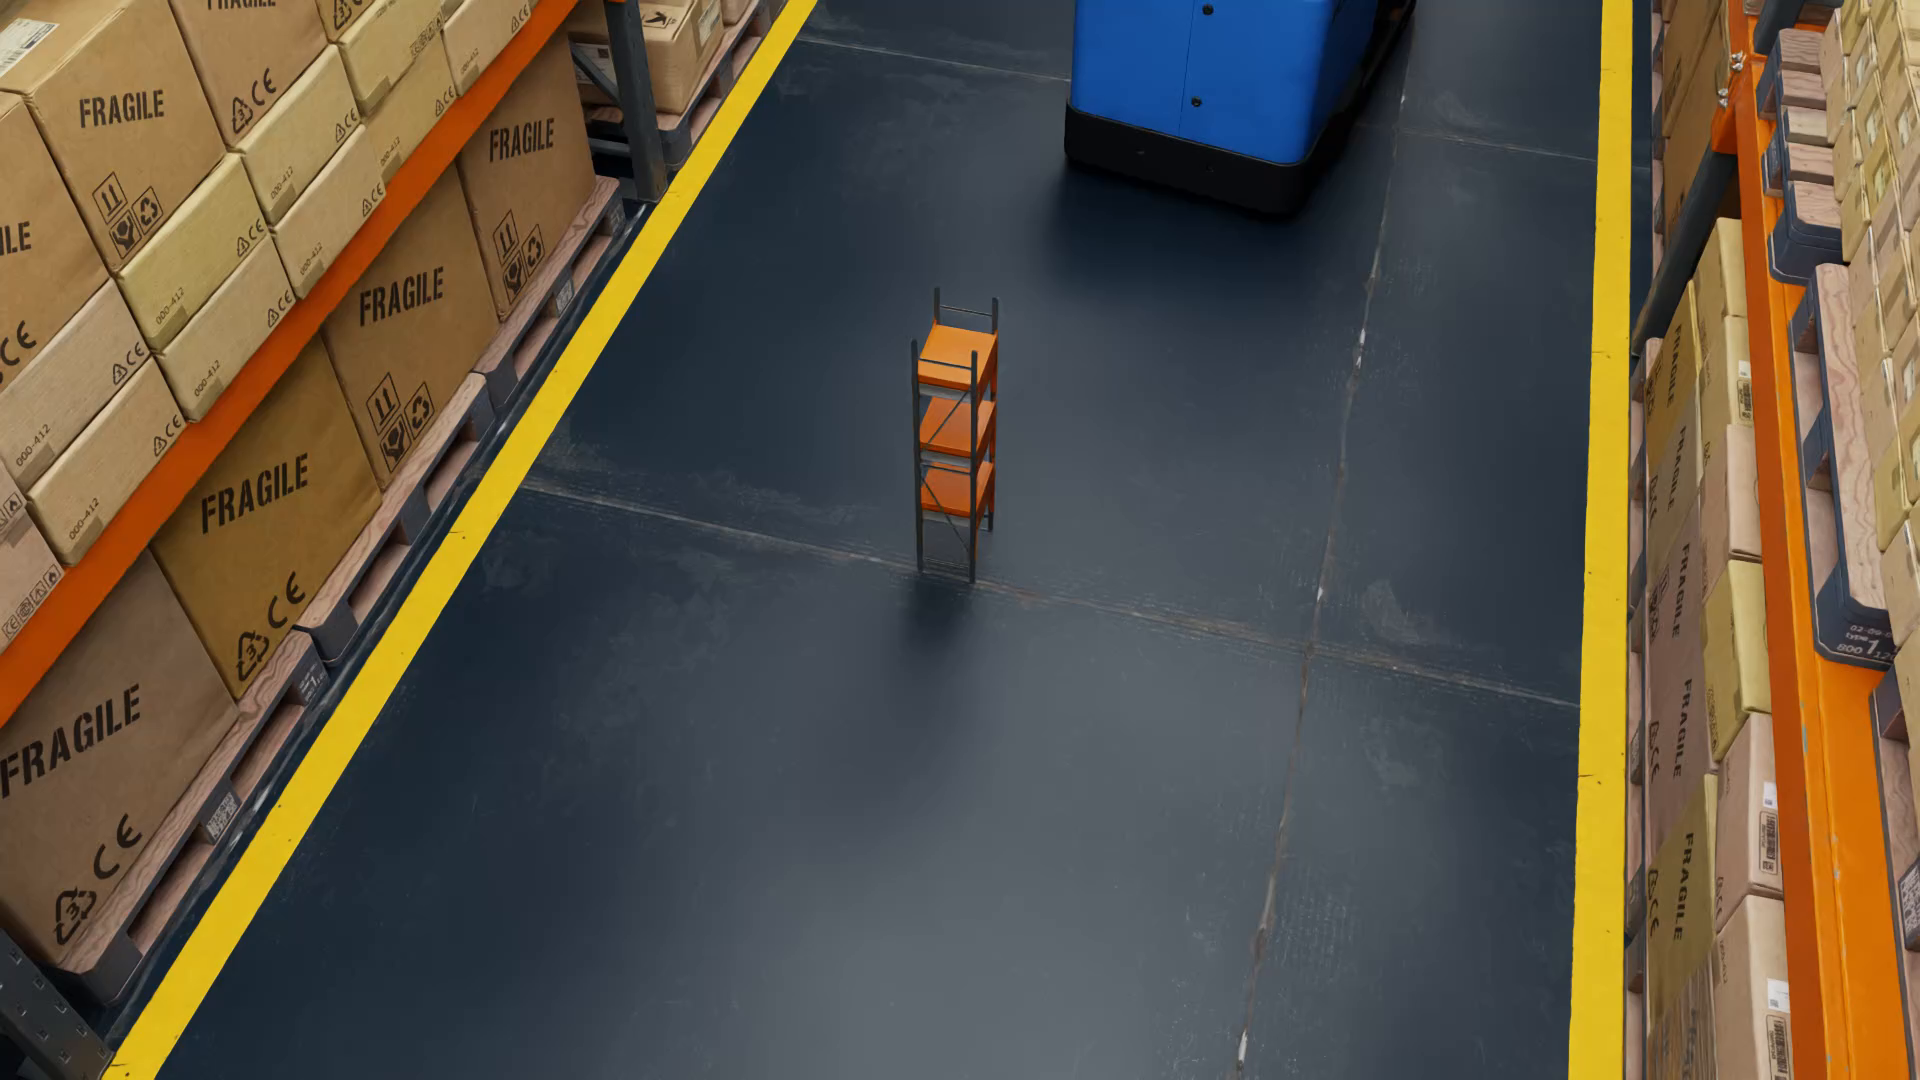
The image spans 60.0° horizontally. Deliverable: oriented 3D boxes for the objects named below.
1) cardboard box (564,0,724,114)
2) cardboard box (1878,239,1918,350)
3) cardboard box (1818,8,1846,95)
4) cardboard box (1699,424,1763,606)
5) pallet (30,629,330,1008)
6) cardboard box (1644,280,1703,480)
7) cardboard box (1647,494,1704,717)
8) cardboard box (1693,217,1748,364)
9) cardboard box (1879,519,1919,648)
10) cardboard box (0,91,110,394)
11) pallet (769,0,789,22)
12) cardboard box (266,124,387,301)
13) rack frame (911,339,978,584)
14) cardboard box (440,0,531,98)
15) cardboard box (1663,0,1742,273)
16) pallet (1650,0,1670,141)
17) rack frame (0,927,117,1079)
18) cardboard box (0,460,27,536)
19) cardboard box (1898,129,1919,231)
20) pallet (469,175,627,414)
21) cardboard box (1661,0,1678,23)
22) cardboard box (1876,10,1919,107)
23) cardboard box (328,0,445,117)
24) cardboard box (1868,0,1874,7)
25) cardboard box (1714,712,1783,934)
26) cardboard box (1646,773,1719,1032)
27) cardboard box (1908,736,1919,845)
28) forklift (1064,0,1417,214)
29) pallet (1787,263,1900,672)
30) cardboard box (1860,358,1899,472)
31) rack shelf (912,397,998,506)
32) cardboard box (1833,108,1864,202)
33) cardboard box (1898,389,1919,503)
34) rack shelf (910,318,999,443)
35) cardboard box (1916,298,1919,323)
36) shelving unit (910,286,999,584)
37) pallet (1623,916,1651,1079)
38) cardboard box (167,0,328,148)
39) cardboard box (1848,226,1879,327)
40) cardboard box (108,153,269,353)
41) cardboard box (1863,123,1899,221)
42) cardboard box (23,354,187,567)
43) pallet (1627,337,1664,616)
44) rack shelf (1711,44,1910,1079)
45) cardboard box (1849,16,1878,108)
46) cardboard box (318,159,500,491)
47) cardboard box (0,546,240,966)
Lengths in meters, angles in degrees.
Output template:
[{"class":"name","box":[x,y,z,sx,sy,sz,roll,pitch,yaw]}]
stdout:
[{"class":"cardboard box","box":[-1.578,-2.218,7.179,0.950,0.372,0.625,9,49,7]},{"class":"cardboard box","box":[2.407,-0.550,3.924,0.380,0.149,0.250,11,50,10]},{"class":"cardboard box","box":[2.753,-1.410,4.881,0.380,0.149,0.250,11,49,10]},{"class":"cardboard box","box":[2.374,-0.025,4.658,0.500,0.250,0.500,12,50,10]},{"class":"pallet","box":[-2.659,0.701,4.990,1.003,0.211,1.213,12,50,10]},{"class":"cardboard box","box":[2.633,-0.488,5.567,0.500,0.500,0.500,10,49,8]},{"class":"cardboard box","box":[2.374,0.248,4.917,0.500,0.500,0.500,10,49,9]},{"class":"cardboard box","box":[2.650,-0.747,5.295,0.500,0.250,0.500,10,49,8]},{"class":"cardboard box","box":[2.195,0.122,3.529,0.380,0.149,0.250,10,49,8]},{"class":"cardboard box","box":[-2.289,-0.647,3.587,0.500,0.500,0.500,11,50,10]},{"class":"pallet","box":[-1.206,-3.063,8.313,1.003,0.211,1.213,12,50,10]},{"class":"cardboard box","box":[-1.993,-0.967,4.703,0.500,0.250,0.500,11,49,9]},{"class":"rack frame","box":[-0.046,-0.220,5.244,0.200,1.050,0.008,12,50,10]},{"class":"cardboard box","box":[-1.739,-1.702,5.352,0.500,0.250,0.500,12,50,11]},{"class":"cardboard box","box":[3.313,-1.455,6.254,1.050,0.750,0.750,11,49,10]},{"class":"pallet","box":[3.669,-2.150,7.507,1.003,0.211,1.213,12,50,10]},{"class":"rack frame","box":[-2.789,0.352,3.439,1.000,3.000,0.127,12,50,10]},{"class":"cardboard box","box":[-2.402,-0.027,3.540,0.500,0.250,0.500,10,49,9]},{"class":"cardboard box","box":[2.480,-0.836,3.977,0.380,0.149,0.250,14,50,12]},{"class":"pallet","box":[-2.017,-1.063,6.548,1.003,0.211,1.213,12,50,10]},{"class":"cardboard box","box":[3.784,-2.762,7.407,1.050,0.750,0.750,12,50,10]},{"class":"cardboard box","box":[2.620,-1.223,4.319,0.380,0.149,0.250,11,50,10]},{"class":"cardboard box","box":[-1.865,-1.511,4.850,0.500,0.250,0.500,10,49,9]},{"class":"cardboard box","box":[2.756,-1.591,4.645,0.380,0.149,0.250,12,50,10]},{"class":"cardboard box","box":[2.113,0.738,3.985,0.500,0.250,0.500,14,50,12]},{"class":"cardboard box","box":[2.100,0.988,4.265,0.500,0.500,0.500,11,49,9]},{"class":"cardboard box","box":[2.061,0.505,3.191,0.380,0.149,0.250,11,50,10]},{"class":"forklift","box":[1.525,-3.429,6.822,1.130,2.935,3.031,19,51,16]},{"class":"pallet","box":[2.584,-0.134,3.996,1.003,0.211,1.213,12,50,10]},{"class":"cardboard box","box":[2.336,-0.263,3.869,0.380,0.149,0.250,10,49,9]},{"class":"rack shelf","box":[-0.014,-0.302,5.330,0.215,0.259,0.240,12,50,10]},{"class":"cardboard box","box":[2.612,-1.021,4.538,0.380,0.149,0.250,14,50,12]},{"class":"cardboard box","box":[2.270,-0.180,3.597,0.380,0.149,0.250,12,50,10]},{"class":"rack shelf","box":[-0.014,-0.489,5.117,0.215,0.259,0.240,12,50,10]},{"class":"cardboard box","box":[2.343,-0.464,3.649,0.380,0.149,0.250,11,49,10]},{"class":"shelving unit","box":[-0.014,-0.309,5.322,0.215,1.050,0.252,12,50,10]},{"class":"pallet","box":[2.216,1.615,4.184,1.003,0.211,1.213,12,50,10]},{"class":"cardboard box","box":[-2.025,-1.385,4.238,0.500,0.500,0.500,11,49,9]},{"class":"cardboard box","box":[2.474,-0.632,4.195,0.380,0.149,0.250,13,50,11]},{"class":"cardboard box","box":[-2.133,-0.769,4.195,0.500,0.250,0.500,12,50,11]},{"class":"cardboard box","box":[2.542,-0.909,4.241,0.380,0.149,0.250,12,50,10]},{"class":"cardboard box","box":[-2.284,-0.239,4.061,0.500,0.250,0.500,10,49,9]},{"class":"pallet","box":[2.858,-0.150,5.742,1.003,0.211,1.213,12,50,10]},{"class":"rack shelf","box":[2.539,0.047,4.188,1.077,0.370,4.000,12,50,10]},{"class":"cardboard box","box":[2.675,-1.286,4.573,0.380,0.149,0.250,14,50,12]},{"class":"cardboard box","box":[-2.237,-0.850,5.637,0.875,0.875,0.875,12,50,10]},{"class":"cardboard box","box":[-2.703,0.452,4.488,0.875,0.875,0.875,13,50,11]}]
